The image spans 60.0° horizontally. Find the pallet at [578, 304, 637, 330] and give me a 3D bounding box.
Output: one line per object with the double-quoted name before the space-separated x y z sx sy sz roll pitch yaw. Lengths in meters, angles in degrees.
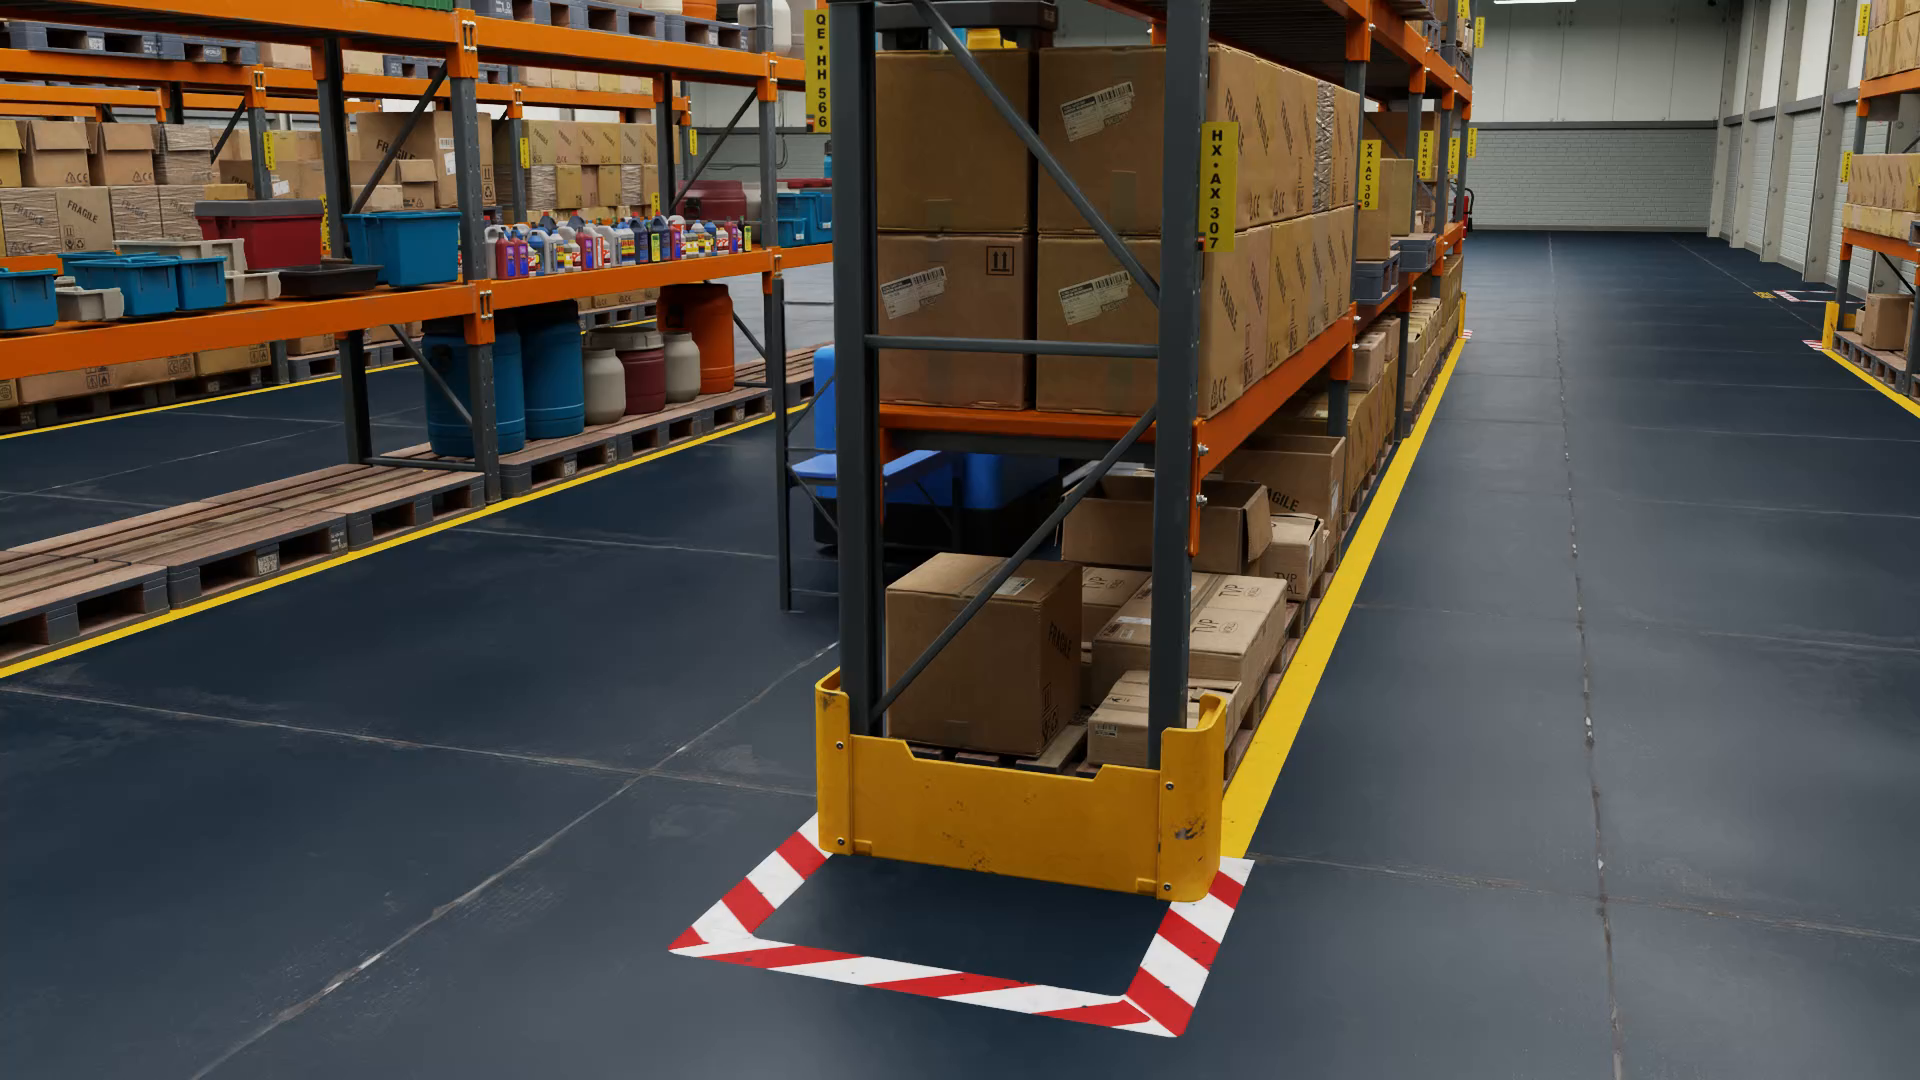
"pallet" -4.770 -2.801 20.786 1.003 0.211 1.213 4 14 18

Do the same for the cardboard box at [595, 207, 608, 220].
"cardboard box" -4.520 -3.977 20.235 0.380 0.149 0.250 4 14 18

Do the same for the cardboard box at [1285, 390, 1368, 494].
"cardboard box" 1.986 -0.554 9.301 0.500 0.500 0.500 5 14 19

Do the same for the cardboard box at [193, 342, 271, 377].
"cardboard box" -6.885 -1.942 14.585 1.225 0.875 0.875 4 13 16

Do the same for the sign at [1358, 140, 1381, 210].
"sign" 1.952 -1.745 7.947 0.100 0.325 0.005 4 14 18

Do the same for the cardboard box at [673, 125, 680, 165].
"cardboard box" -3.997 -5.149 21.664 0.500 0.500 0.500 4 14 18

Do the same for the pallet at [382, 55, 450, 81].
"pallet" -5.981 -4.789 16.909 1.213 0.211 1.003 4 14 18

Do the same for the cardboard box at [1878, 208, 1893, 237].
"cardboard box" 8.897 -2.958 15.501 0.500 0.250 0.500 4 14 18

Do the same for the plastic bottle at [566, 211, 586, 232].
"plastic bottle" -2.718 -2.160 11.822 0.144 0.351 0.185 4 14 18

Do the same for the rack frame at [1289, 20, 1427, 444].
"rack frame" 2.731 -2.203 11.897 1.000 3.000 0.127 4 14 18

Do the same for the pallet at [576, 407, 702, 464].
"pallet" -2.567 -0.775 11.911 1.003 0.211 1.213 4 14 18

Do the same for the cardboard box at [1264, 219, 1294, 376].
"cardboard box" 0.862 -0.856 5.772 0.500 0.500 0.500 4 14 18

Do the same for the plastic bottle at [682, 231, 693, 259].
"plastic bottle" -2.001 -2.153 12.125 0.097 0.201 0.097 0 13 0

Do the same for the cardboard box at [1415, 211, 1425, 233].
"cardboard box" 3.914 -2.781 14.733 0.396 0.266 0.258 4 13 17

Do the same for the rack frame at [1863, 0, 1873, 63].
"rack frame" 10.008 -6.456 17.050 1.000 3.000 0.127 4 14 18

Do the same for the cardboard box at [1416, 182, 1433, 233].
"cardboard box" 4.162 -3.187 15.987 0.700 0.500 0.500 4 13 17

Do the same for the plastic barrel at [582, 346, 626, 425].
"plastic barrel" -2.561 -1.084 11.646 0.421 0.512 0.421 0 13 0

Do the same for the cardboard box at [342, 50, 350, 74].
"cardboard box" -6.082 -4.495 15.535 0.500 0.250 0.500 5 14 20

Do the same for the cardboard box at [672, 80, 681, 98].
"cardboard box" -3.969 -5.870 21.563 0.500 0.250 0.500 5 14 20

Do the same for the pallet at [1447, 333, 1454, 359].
"pallet" 4.715 -2.108 17.747 1.003 0.211 1.213 4 14 18

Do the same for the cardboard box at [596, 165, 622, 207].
"cardboard box" -4.681 -4.360 20.458 0.875 0.500 0.500 4 14 18

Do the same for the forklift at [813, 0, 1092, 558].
"forklift" 0.221 -1.624 9.517 1.130 2.935 3.031 5 14 20

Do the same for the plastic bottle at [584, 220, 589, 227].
"plastic bottle" -2.763 -2.212 12.229 0.097 0.271 0.097 0 13 0

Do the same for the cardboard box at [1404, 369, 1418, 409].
"cardboard box" 3.178 -1.156 12.547 0.500 0.250 0.500 4 14 18

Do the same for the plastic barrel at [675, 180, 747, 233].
"plastic barrel" -2.092 -2.746 13.972 0.600 0.536 0.708 4 14 18

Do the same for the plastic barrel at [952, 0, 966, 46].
"plastic barrel" -0.238 -5.516 17.601 0.600 0.901 0.708 4 14 18

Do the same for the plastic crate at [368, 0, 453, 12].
"plastic crate" -3.100 -2.966 8.977 0.450 0.188 0.662 4 14 18

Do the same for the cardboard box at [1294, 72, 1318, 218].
"cardboard box" 1.027 -1.451 6.134 0.500 0.500 0.500 4 14 18

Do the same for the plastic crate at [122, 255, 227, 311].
"plastic crate" -3.629 -1.192 7.710 0.416 0.233 0.300 4 14 18

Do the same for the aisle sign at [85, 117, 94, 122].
"aisle sign" -13.136 -6.574 25.208 0.394 0.787 0.004 4 14 18

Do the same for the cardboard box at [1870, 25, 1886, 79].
"cardboard box" 9.455 -4.889 16.657 0.500 0.500 0.500 5 14 22

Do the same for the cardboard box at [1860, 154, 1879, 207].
"cardboard box" 9.226 -3.543 16.376 0.500 0.500 0.500 4 13 17

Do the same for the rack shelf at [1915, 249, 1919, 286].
"rack shelf" 8.066 -1.917 12.263 1.077 0.370 4.000 4 14 18

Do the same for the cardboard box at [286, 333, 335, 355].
"cardboard box" -6.444 -2.055 15.879 0.700 0.500 0.500 4 13 15

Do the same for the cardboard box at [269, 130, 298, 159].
"cardboard box" -9.319 -5.152 22.056 0.875 0.550 0.500 4 14 18

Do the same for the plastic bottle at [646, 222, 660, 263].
"plastic bottle" -2.155 -2.080 11.620 0.061 0.283 0.133 4 14 18

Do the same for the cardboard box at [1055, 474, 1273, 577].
"cardboard box" 0.833 0.038 6.701 0.797 0.503 0.637 4 14 18

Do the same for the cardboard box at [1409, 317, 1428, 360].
"cardboard box" 3.507 -1.648 13.441 0.500 0.311 0.500 4 13 17

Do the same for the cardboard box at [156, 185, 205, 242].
"cardboard box" -6.734 -2.739 14.023 0.500 0.500 0.500 4 14 18

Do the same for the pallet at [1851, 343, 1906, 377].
"pallet" 9.290 -1.731 16.098 1.003 0.211 1.213 4 14 18

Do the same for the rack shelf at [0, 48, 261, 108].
"rack shelf" -7.289 -3.607 12.927 1.077 0.370 4.000 4 14 18

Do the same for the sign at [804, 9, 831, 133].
"sign" -0.376 -1.281 4.547 0.100 0.325 0.005 4 14 18

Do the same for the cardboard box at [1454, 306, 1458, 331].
"cardboard box" 5.115 -2.405 18.021 0.500 0.250 0.500 4 14 18

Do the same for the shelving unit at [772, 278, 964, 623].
"shelving unit" -0.401 -0.491 7.767 0.538 1.500 1.048 5 14 20

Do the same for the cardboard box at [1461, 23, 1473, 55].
"cardboard box" 5.016 -5.200 17.232 0.500 0.311 0.500 6 14 25

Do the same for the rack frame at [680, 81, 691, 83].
"rack frame" -4.053 -7.526 21.738 1.000 3.000 0.127 4 14 18

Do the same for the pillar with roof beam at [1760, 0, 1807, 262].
"pillar with roof beam" 12.350 -10.346 34.094 9.100 9.000 0.400 4 14 18

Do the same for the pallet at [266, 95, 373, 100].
"pallet" -8.944 -6.242 23.052 1.003 0.211 1.213 4 14 18

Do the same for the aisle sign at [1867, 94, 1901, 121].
"aisle sign" 9.747 -4.835 17.590 0.394 0.787 0.004 4 14 18

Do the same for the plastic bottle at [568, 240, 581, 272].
"plastic bottle" -2.494 -1.831 10.717 0.097 0.201 0.097 0 13 0

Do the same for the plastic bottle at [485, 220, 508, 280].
"plastic bottle" -2.816 -1.753 10.038 0.144 0.351 0.185 4 14 18
